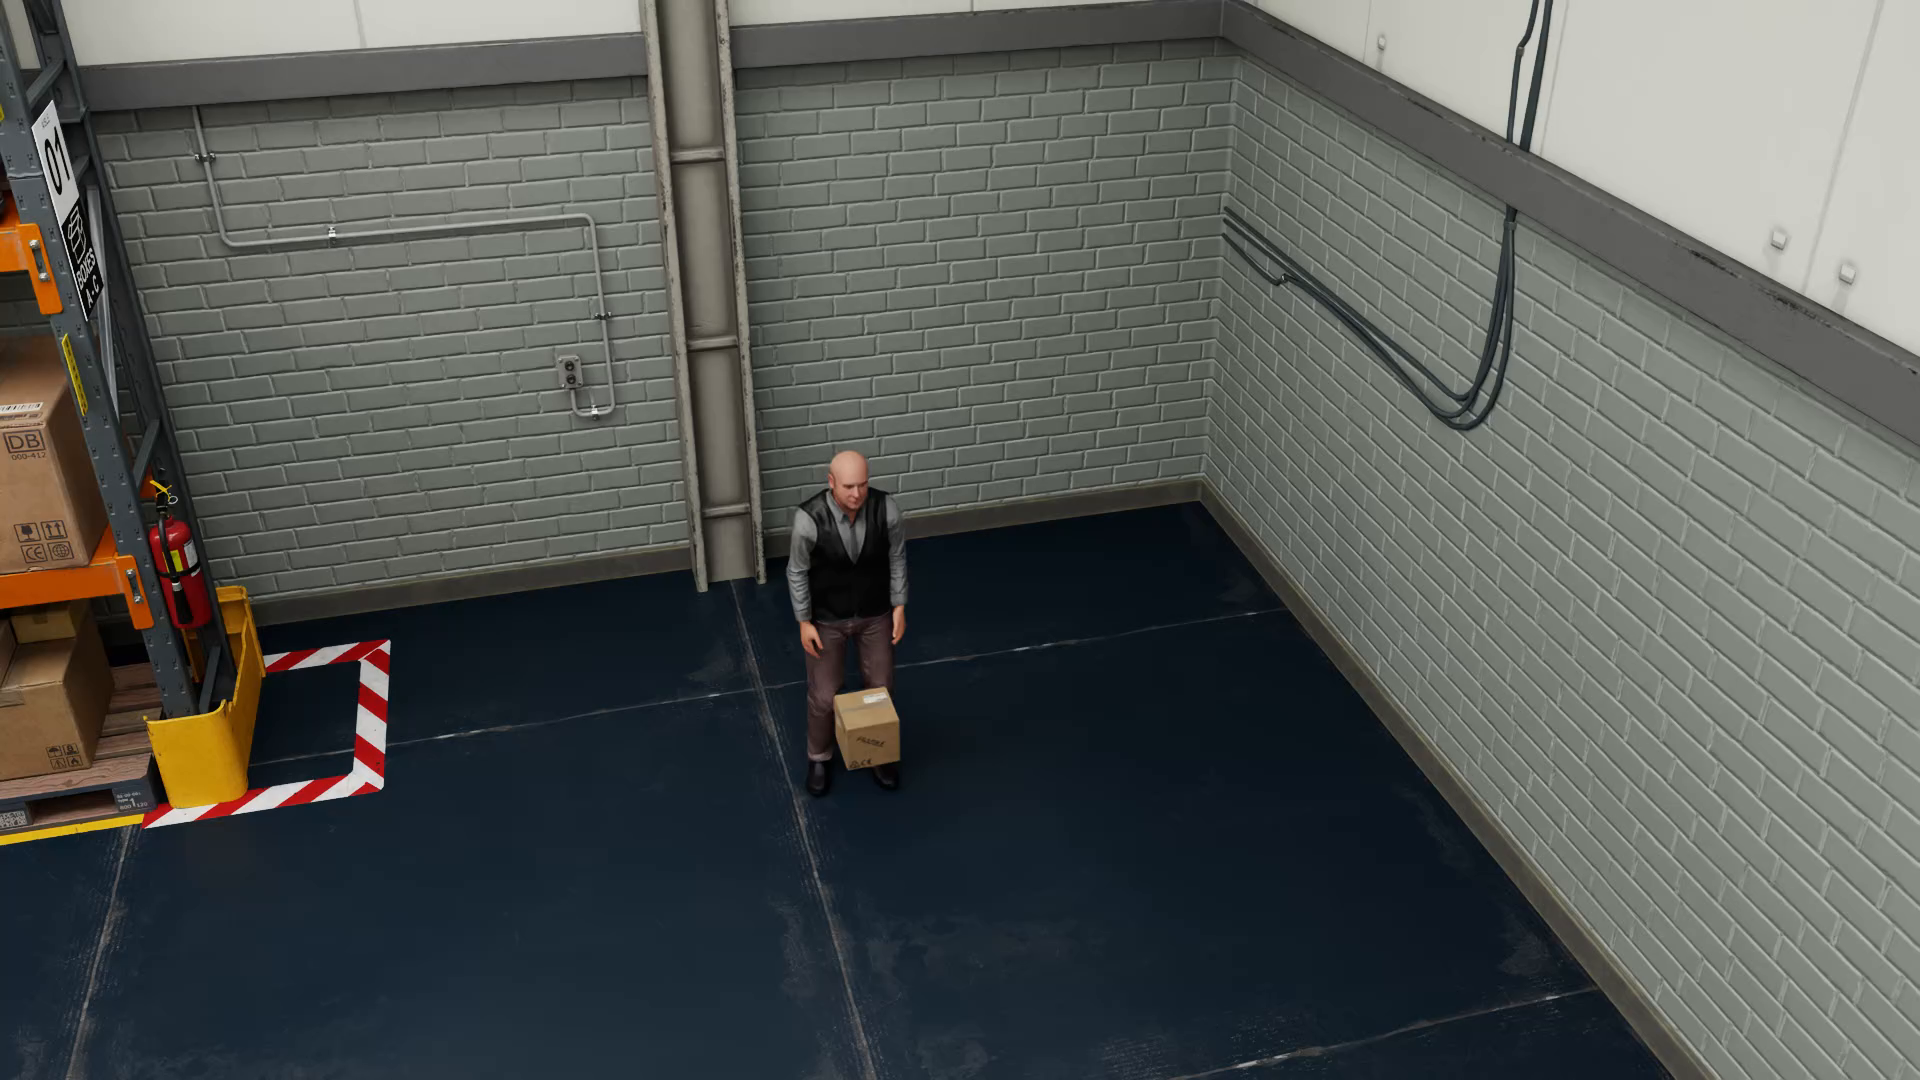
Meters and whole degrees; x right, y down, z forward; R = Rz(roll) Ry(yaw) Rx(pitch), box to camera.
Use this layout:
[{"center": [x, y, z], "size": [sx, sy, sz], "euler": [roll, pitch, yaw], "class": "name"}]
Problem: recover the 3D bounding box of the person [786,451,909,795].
[{"center": [-0.501, 0.358, 7.643], "size": [0.563, 1.724, 0.473], "euler": [-9, 31, -15], "class": "person"}]
